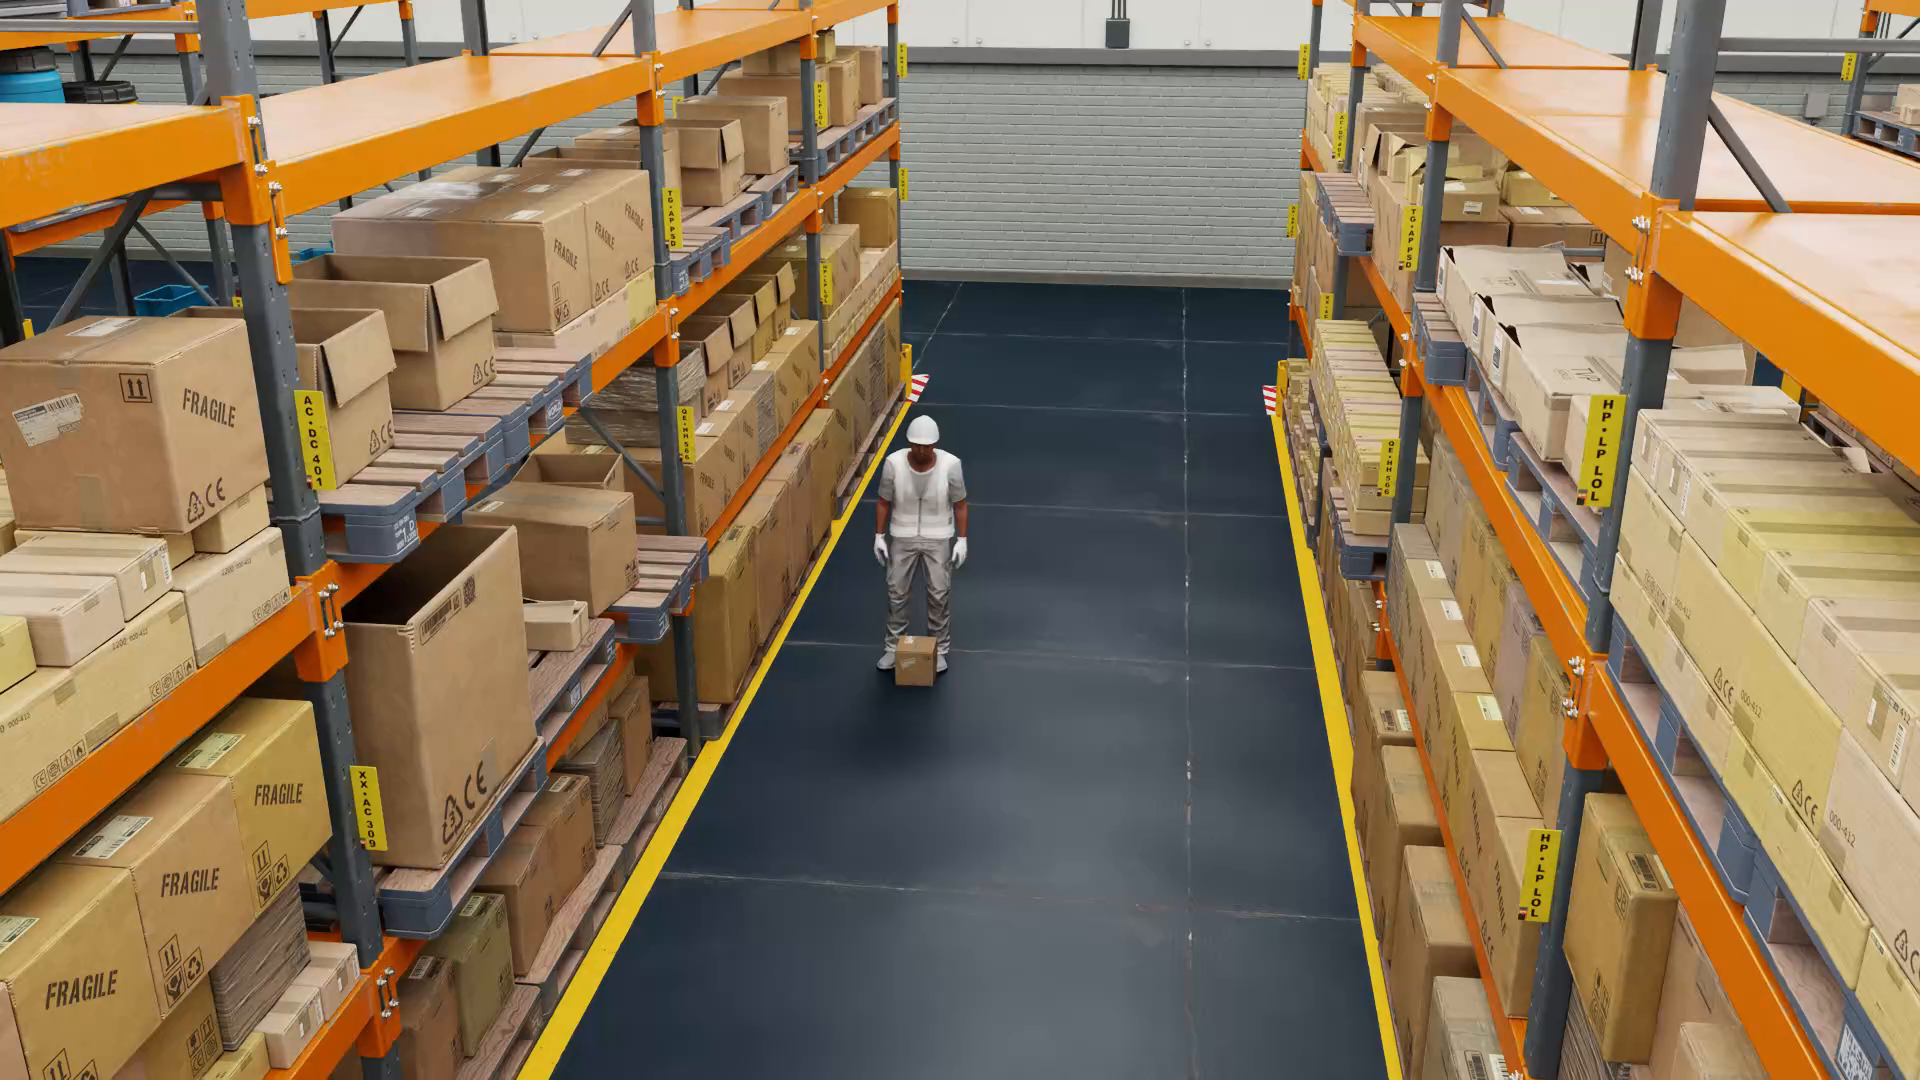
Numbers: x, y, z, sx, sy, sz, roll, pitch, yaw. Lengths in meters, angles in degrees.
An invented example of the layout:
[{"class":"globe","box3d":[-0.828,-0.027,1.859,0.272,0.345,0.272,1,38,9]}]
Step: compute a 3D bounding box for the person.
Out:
[{"class":"person","box3d":[-0.275,0.015,11.026,0.616,1.775,0.448,3,21,8]}]
